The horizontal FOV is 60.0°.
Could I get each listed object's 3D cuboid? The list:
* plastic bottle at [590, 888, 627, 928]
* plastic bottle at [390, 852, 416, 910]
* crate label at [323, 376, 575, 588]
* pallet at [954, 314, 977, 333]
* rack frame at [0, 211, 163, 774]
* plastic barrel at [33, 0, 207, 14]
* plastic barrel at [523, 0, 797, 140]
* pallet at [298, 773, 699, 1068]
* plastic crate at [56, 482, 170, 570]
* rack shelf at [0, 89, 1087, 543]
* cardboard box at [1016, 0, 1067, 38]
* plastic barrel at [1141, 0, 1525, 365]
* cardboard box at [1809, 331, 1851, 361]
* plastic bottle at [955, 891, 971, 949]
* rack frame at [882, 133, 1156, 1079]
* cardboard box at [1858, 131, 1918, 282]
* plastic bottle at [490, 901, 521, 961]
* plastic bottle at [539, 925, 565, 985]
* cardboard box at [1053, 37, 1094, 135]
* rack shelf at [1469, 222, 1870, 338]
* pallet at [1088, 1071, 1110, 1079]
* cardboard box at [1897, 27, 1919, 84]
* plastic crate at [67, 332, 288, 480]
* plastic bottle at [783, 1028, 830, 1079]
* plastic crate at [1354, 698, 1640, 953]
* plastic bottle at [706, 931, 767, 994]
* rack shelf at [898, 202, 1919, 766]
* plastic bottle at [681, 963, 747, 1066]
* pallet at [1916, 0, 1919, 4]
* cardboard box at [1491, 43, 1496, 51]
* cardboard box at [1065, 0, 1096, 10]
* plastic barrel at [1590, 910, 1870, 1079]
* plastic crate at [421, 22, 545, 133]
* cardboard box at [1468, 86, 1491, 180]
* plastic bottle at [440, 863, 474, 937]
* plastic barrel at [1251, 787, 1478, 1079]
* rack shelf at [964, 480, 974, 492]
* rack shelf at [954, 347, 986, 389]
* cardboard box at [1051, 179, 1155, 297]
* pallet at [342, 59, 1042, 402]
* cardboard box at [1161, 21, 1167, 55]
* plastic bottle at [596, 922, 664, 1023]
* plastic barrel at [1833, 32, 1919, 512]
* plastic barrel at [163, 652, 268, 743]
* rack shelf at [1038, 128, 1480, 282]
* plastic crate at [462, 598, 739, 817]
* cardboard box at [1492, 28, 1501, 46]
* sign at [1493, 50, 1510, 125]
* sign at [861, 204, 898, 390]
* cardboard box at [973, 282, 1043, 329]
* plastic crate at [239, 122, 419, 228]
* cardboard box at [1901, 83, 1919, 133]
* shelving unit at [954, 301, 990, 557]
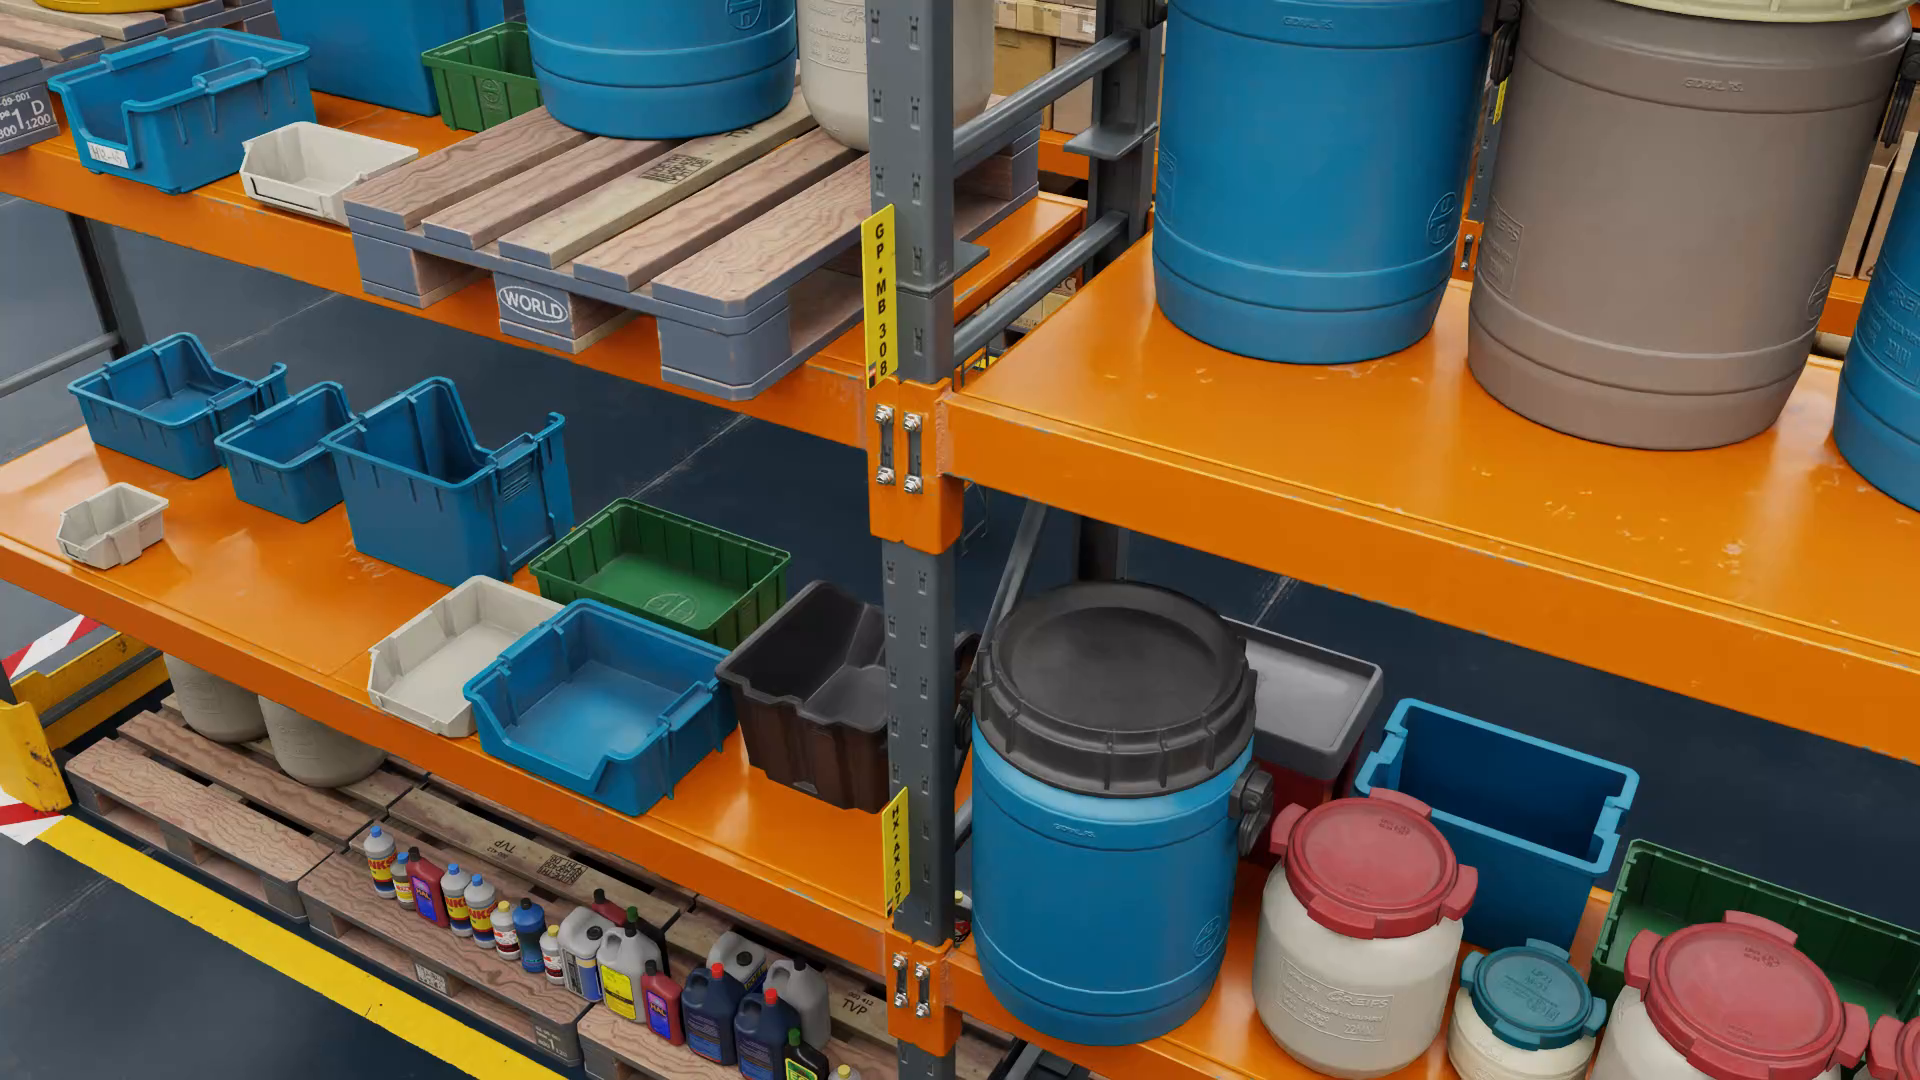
[{"bbox_3d":[-1.096,1.227,5.254,0.133,0.283,0.061,18,37,24],"label":"plastic bottle"},{"bbox_3d":[-1.824,1.117,5.495,0.097,0.201,0.097,0,34,0],"label":"plastic bottle"},{"bbox_3d":[-1.601,-0.181,5.283,0.616,0.435,0.502,18,37,24],"label":"crate label"},{"bbox_3d":[-0.187,-1.574,9.923,1.213,0.211,1.003,18,37,24],"label":"pallet"},{"bbox_3d":[-3.333,-0.542,5.858,0.127,3.000,1.000,18,37,24],"label":"rack frame"},{"bbox_3d":[-2.280,-1.791,4.479,0.600,0.588,0.600,0,34,0],"label":"plastic barrel"},{"bbox_3d":[-0.671,-1.399,3.607,0.708,0.901,0.600,18,37,24],"label":"plastic barrel"},{"bbox_3d":[-1.486,1.179,5.789,1.213,0.211,1.003,18,37,24],"label":"pallet"},{"bbox_3d":[-2.716,-0.031,5.329,0.250,0.136,0.298,18,37,24],"label":"plastic crate"},{"bbox_3d":[-1.597,-0.941,4.400,4.000,0.370,1.077,18,37,24],"label":"rack shelf"},{"bbox_3d":[0.481,-2.672,8.380,0.250,0.149,0.380,17,37,24],"label":"cardboard box"},{"bbox_3d":[0.689,-0.864,3.182,0.708,0.901,0.600,18,37,24],"label":"plastic barrel"},{"bbox_3d":[3.981,-0.836,7.896,0.500,0.311,0.500,17,37,24],"label":"cardboard box"},{"bbox_3d":[-0.008,1.213,5.350,0.097,0.201,0.097,0,34,0],"label":"plastic bottle"},{"bbox_3d":[0.140,0.558,4.206,0.127,3.000,1.000,18,37,24],"label":"rack frame"},{"bbox_3d":[4.152,-1.365,7.003,0.500,0.500,0.500,18,38,24],"label":"cardboard box"},{"bbox_3d":[-1.443,1.237,5.314,0.097,0.201,0.097,0,34,0],"label":"plastic bottle"},{"bbox_3d":[-1.265,1.294,5.229,0.097,0.201,0.097,0,34,0],"label":"plastic bottle"},{"bbox_3d":[0.872,-2.407,8.569,0.500,0.500,0.700,19,38,26],"label":"cardboard box"},{"bbox_3d":[4.337,-0.975,7.157,4.000,0.370,1.077,18,37,24],"label":"rack shelf"},{"bbox_3d":[0.841,1.916,4.682,1.213,0.211,1.003,18,37,24],"label":"pallet"},{"bbox_3d":[6.540,-3.209,11.045,0.500,0.250,0.500,16,37,23],"label":"cardboard box"},{"bbox_3d":[-2.750,-0.486,5.908,0.616,0.251,0.499,18,37,24],"label":"plastic crate"},{"bbox_3d":[-0.442,1.532,4.797,0.133,0.283,0.061,20,38,27],"label":"plastic bottle"},{"bbox_3d":[1.252,0.718,3.979,0.575,0.384,0.392,18,37,24],"label":"plastic crate"},{"bbox_3d":[-0.677,1.339,5.093,0.135,0.276,0.152,18,37,24],"label":"plastic bottle"},{"bbox_3d":[1.876,0.159,2.748,4.000,0.370,1.077,18,37,24],"label":"rack shelf"},{"bbox_3d":[-0.729,1.386,4.955,0.185,0.351,0.144,16,37,22],"label":"plastic bottle"},{"bbox_3d":[6.789,-3.554,10.554,1.213,0.211,1.003,18,37,24],"label":"pallet"},{"bbox_3d":[2.463,-2.303,7.827,0.250,0.149,0.380,18,37,24],"label":"cardboard box"},{"bbox_3d":[0.905,-2.939,8.197,0.500,0.500,0.700,18,38,24],"label":"cardboard box"},{"bbox_3d":[1.498,1.072,3.311,0.433,0.535,0.433,0,34,0],"label":"plastic barrel"},{"bbox_3d":[-1.095,-1.167,4.281,0.450,0.188,0.336,18,37,24],"label":"plastic crate"},{"bbox_3d":[2.212,-1.985,7.935,0.500,0.500,0.700,17,37,23],"label":"cardboard box"},{"bbox_3d":[-1.616,1.153,5.376,0.097,0.271,0.097,0,34,0],"label":"plastic bottle"},{"bbox_3d":[0.861,0.870,3.614,0.433,0.535,0.433,0,34,0],"label":"plastic barrel"},{"bbox_3d":[-0.013,-0.267,7.581,0.180,0.103,0.258,18,37,24],"label":"rack shelf"},{"bbox_3d":[-0.013,-0.766,7.248,0.180,0.103,0.258,18,37,24],"label":"rack shelf"},{"bbox_3d":[0.784,-1.599,8.870,0.500,0.500,0.500,18,37,24],"label":"cardboard box"},{"bbox_3d":[-0.535,-0.763,3.654,1.003,0.211,1.213,18,37,24],"label":"pallet"},{"bbox_3d":[1.157,-2.458,8.059,0.250,0.149,0.380,19,38,26],"label":"cardboard box"},{"bbox_3d":[-1.010,1.297,5.088,0.185,0.351,0.144,17,37,24],"label":"plastic bottle"},{"bbox_3d":[1.825,-0.504,2.642,0.708,0.901,0.600,18,37,24],"label":"plastic barrel"},{"bbox_3d":[-2.724,0.463,6.214,0.421,0.512,0.421,0,34,0],"label":"plastic barrel"},{"bbox_3d":[0.864,-2.075,8.809,4.000,0.370,1.077,18,37,24],"label":"rack shelf"},{"bbox_3d":[-0.956,0.446,4.508,0.616,0.251,0.499,18,37,24],"label":"plastic crate"},{"bbox_3d":[2.212,-2.525,7.575,0.500,0.500,0.700,18,38,25],"label":"cardboard box"},{"bbox_3d":[2.327,-1.950,7.120,0.005,0.325,0.100,18,37,24],"label":"sign"},{"bbox_3d":[-0.143,-0.433,2.979,0.005,0.325,0.100,18,37,24],"label":"sign"},{"bbox_3d":[0.353,-1.427,9.289,0.500,0.250,0.500,18,37,24],"label":"cardboard box"},{"bbox_3d":[-1.455,-0.828,3.818,0.396,0.136,0.243,18,37,24],"label":"plastic crate"},{"bbox_3d":[6.599,-2.880,11.227,0.500,0.500,0.700,18,38,25],"label":"cardboard box"},{"bbox_3d":[-0.013,-0.503,7.423,0.189,1.200,0.258,18,37,24],"label":"shelving unit"}]
